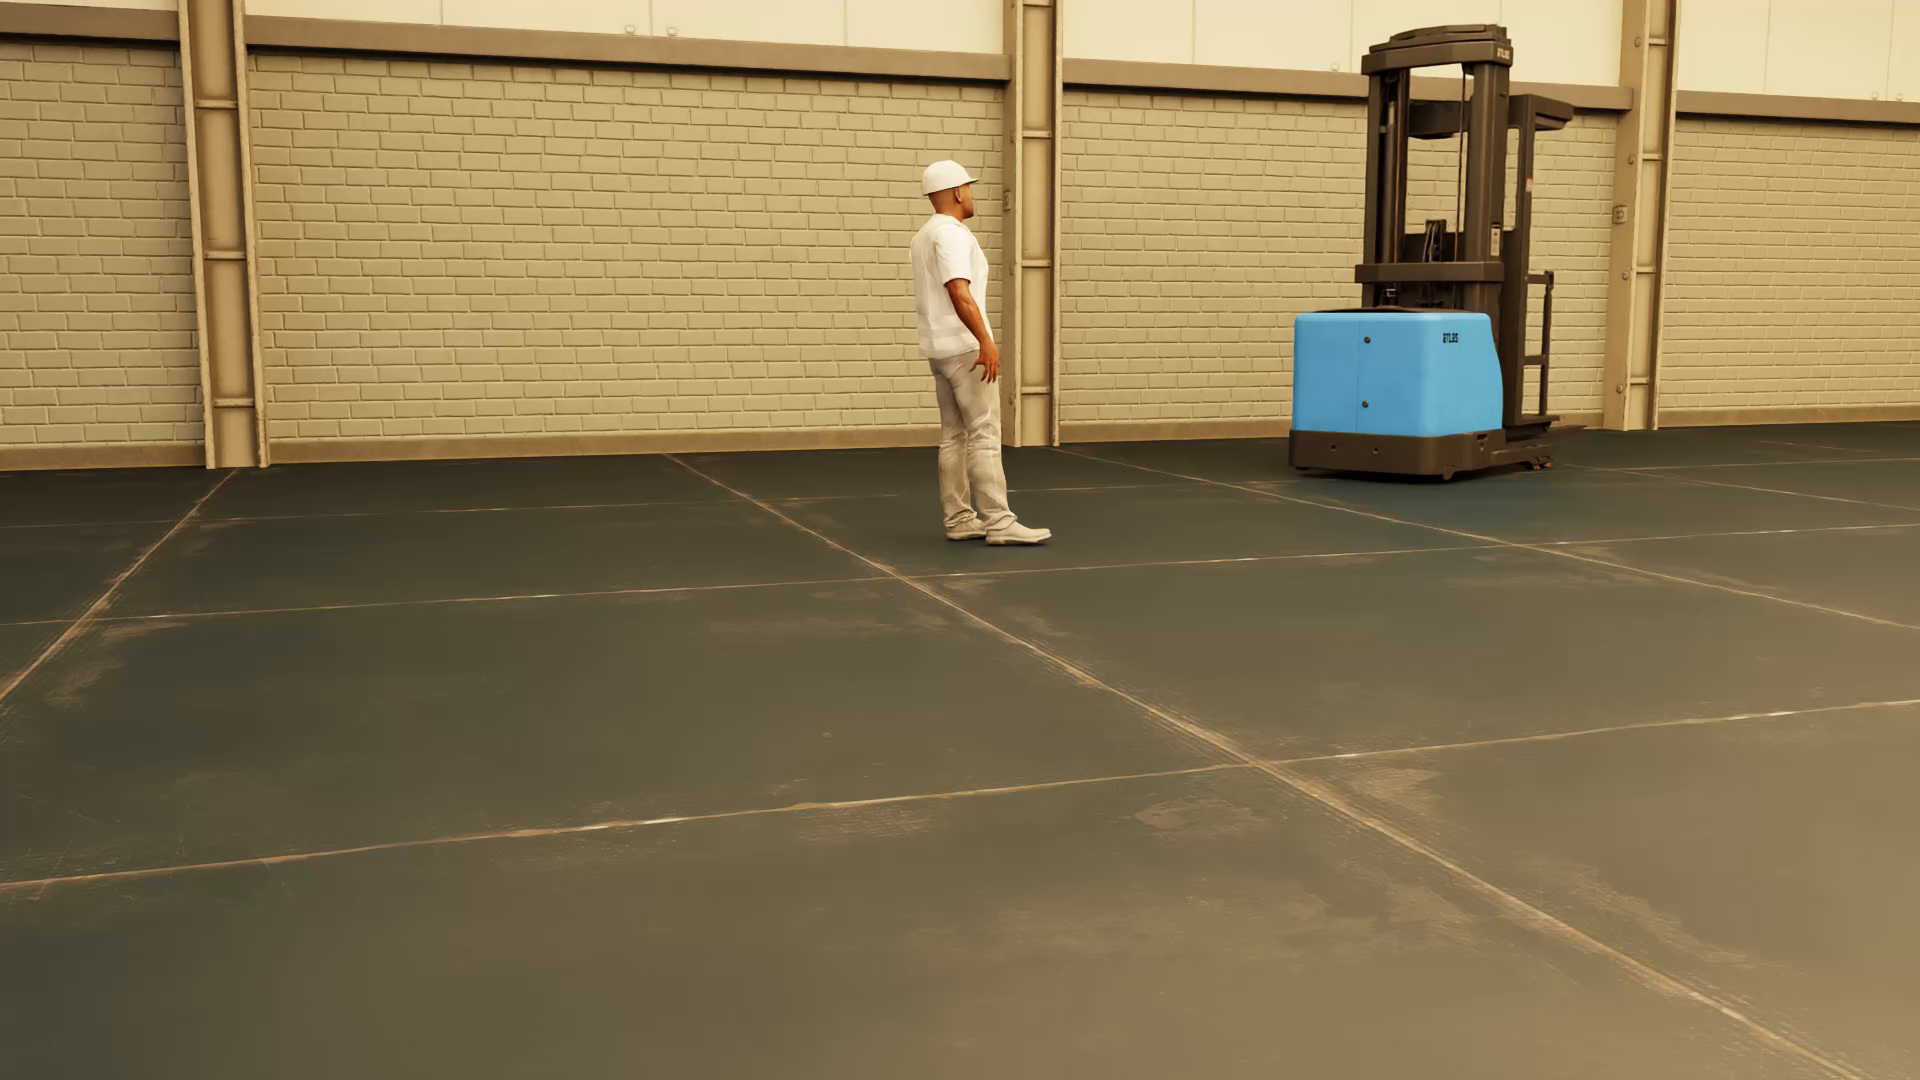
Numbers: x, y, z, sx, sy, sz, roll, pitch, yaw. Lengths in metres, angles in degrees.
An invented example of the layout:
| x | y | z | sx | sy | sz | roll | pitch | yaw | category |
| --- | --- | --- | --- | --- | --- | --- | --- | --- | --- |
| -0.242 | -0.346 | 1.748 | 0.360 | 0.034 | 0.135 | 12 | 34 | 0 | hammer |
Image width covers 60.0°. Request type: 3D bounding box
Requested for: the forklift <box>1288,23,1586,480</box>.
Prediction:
| x | y | z | sx | sy | sz | roll | pitch | yaw | category |
| --- | --- | --- | --- | --- | --- | --- | --- | --- | --- |
| 3.524 | -1.978 | 11.592 | 1.130 | 2.935 | 3.031 | 7 | 10 | 41 | forklift |

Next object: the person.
| x | y | z | sx | sy | sz | roll | pitch | yaw | category |
| --- | --- | --- | --- | --- | --- | --- | --- | --- | --- |
| 0.068 | -0.884 | 7.821 | 0.575 | 1.768 | 0.665 | -3 | 8 | -18 | person |
